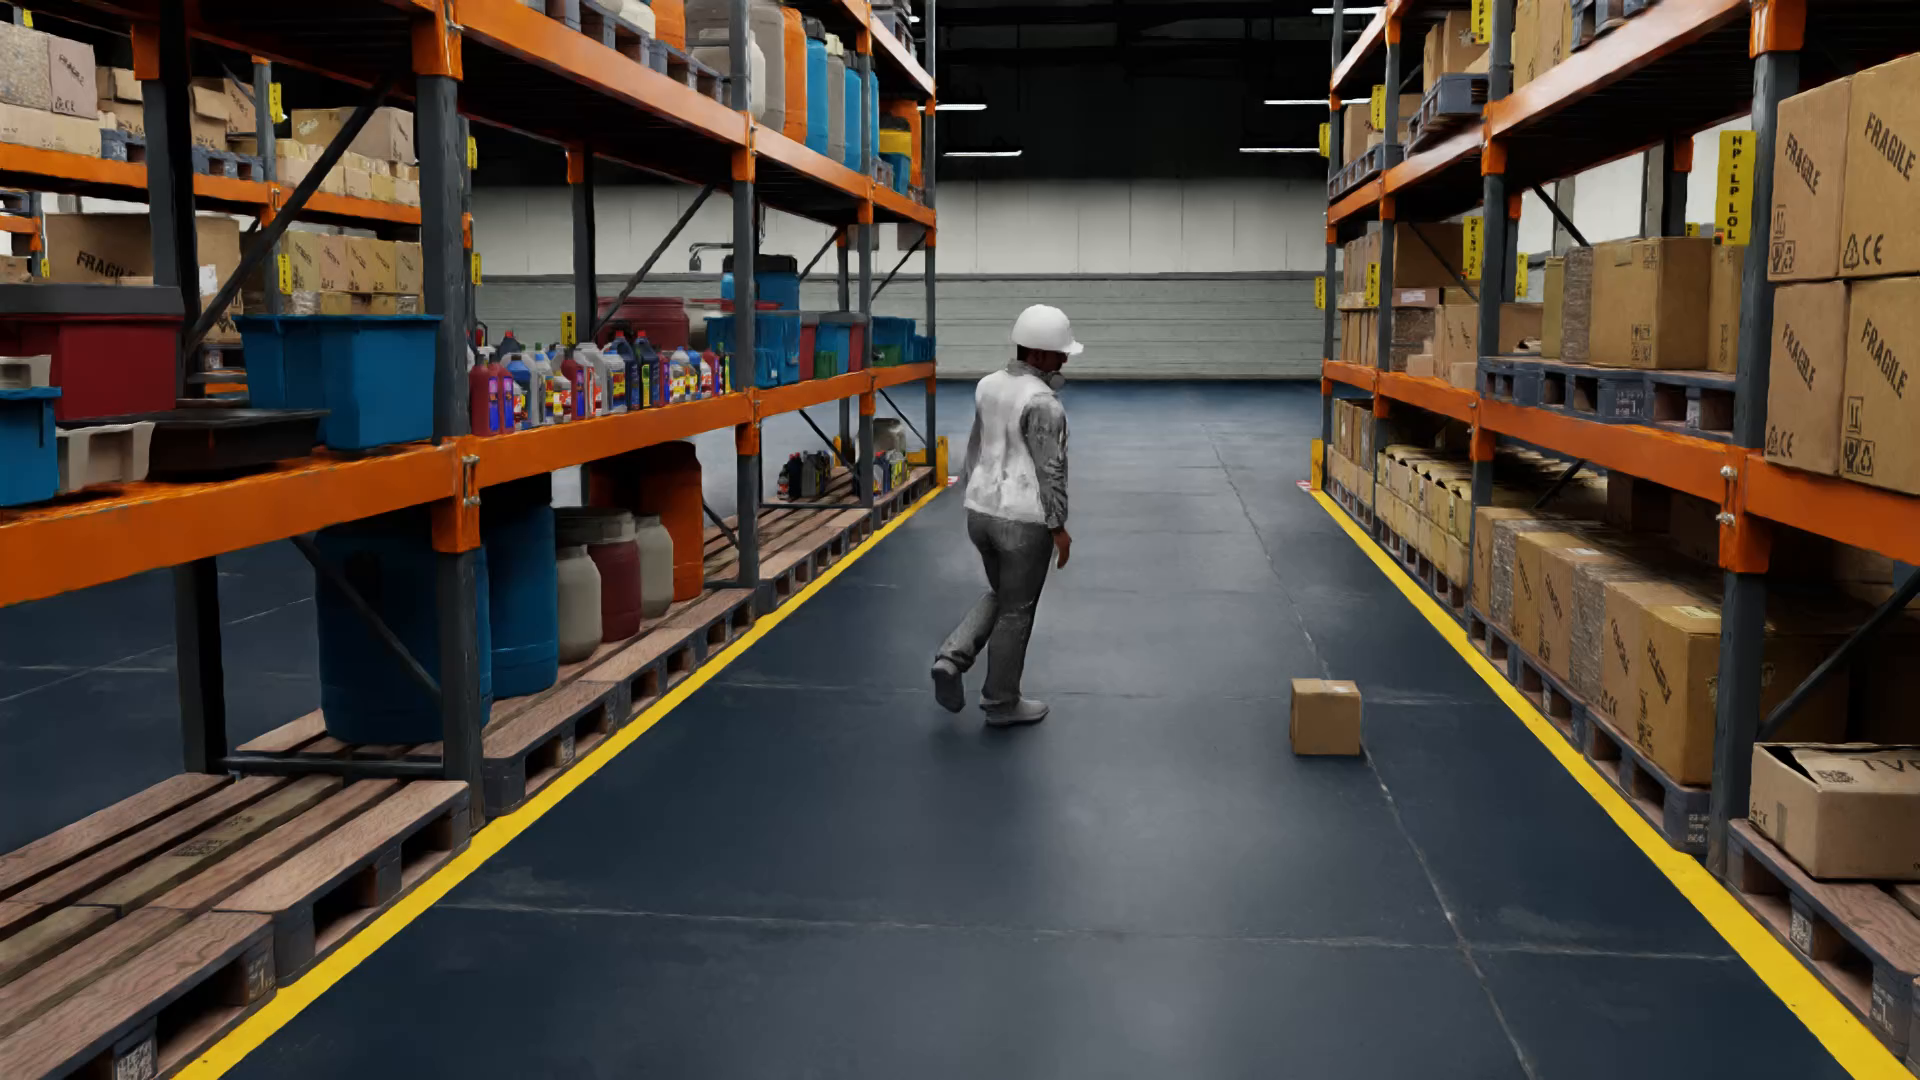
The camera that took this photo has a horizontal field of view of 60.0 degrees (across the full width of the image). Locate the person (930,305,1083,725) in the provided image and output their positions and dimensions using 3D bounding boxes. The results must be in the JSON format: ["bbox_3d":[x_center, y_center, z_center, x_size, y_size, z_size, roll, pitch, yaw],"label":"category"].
[{"bbox_3d":[0.203,-0.082,6.837,0.523,1.751,0.592,-5,9,-35],"label":"person"}]
